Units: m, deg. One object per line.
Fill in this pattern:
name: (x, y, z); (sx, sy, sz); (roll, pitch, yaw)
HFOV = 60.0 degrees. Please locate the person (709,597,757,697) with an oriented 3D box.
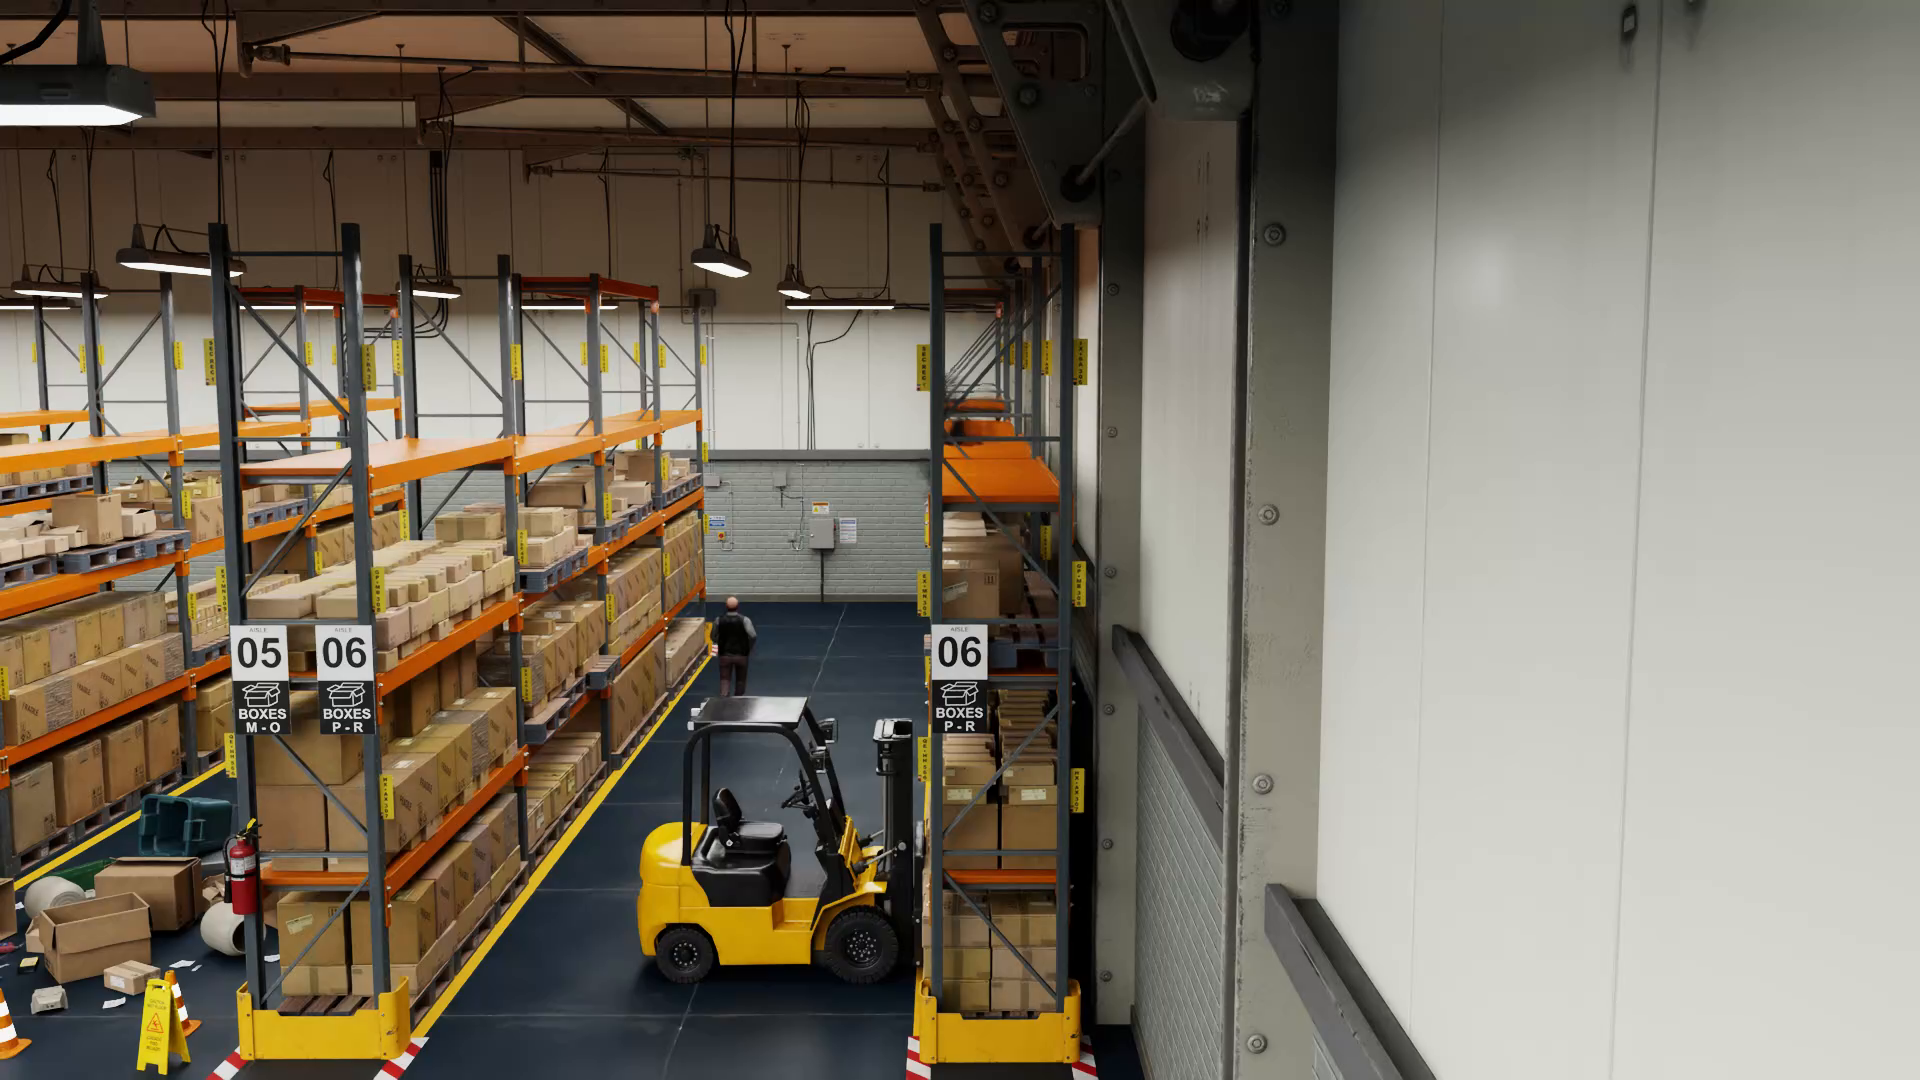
person: (-3.153, 1.662, 23.212); (0.664, 1.617, 0.794); (0, 7, -1)
